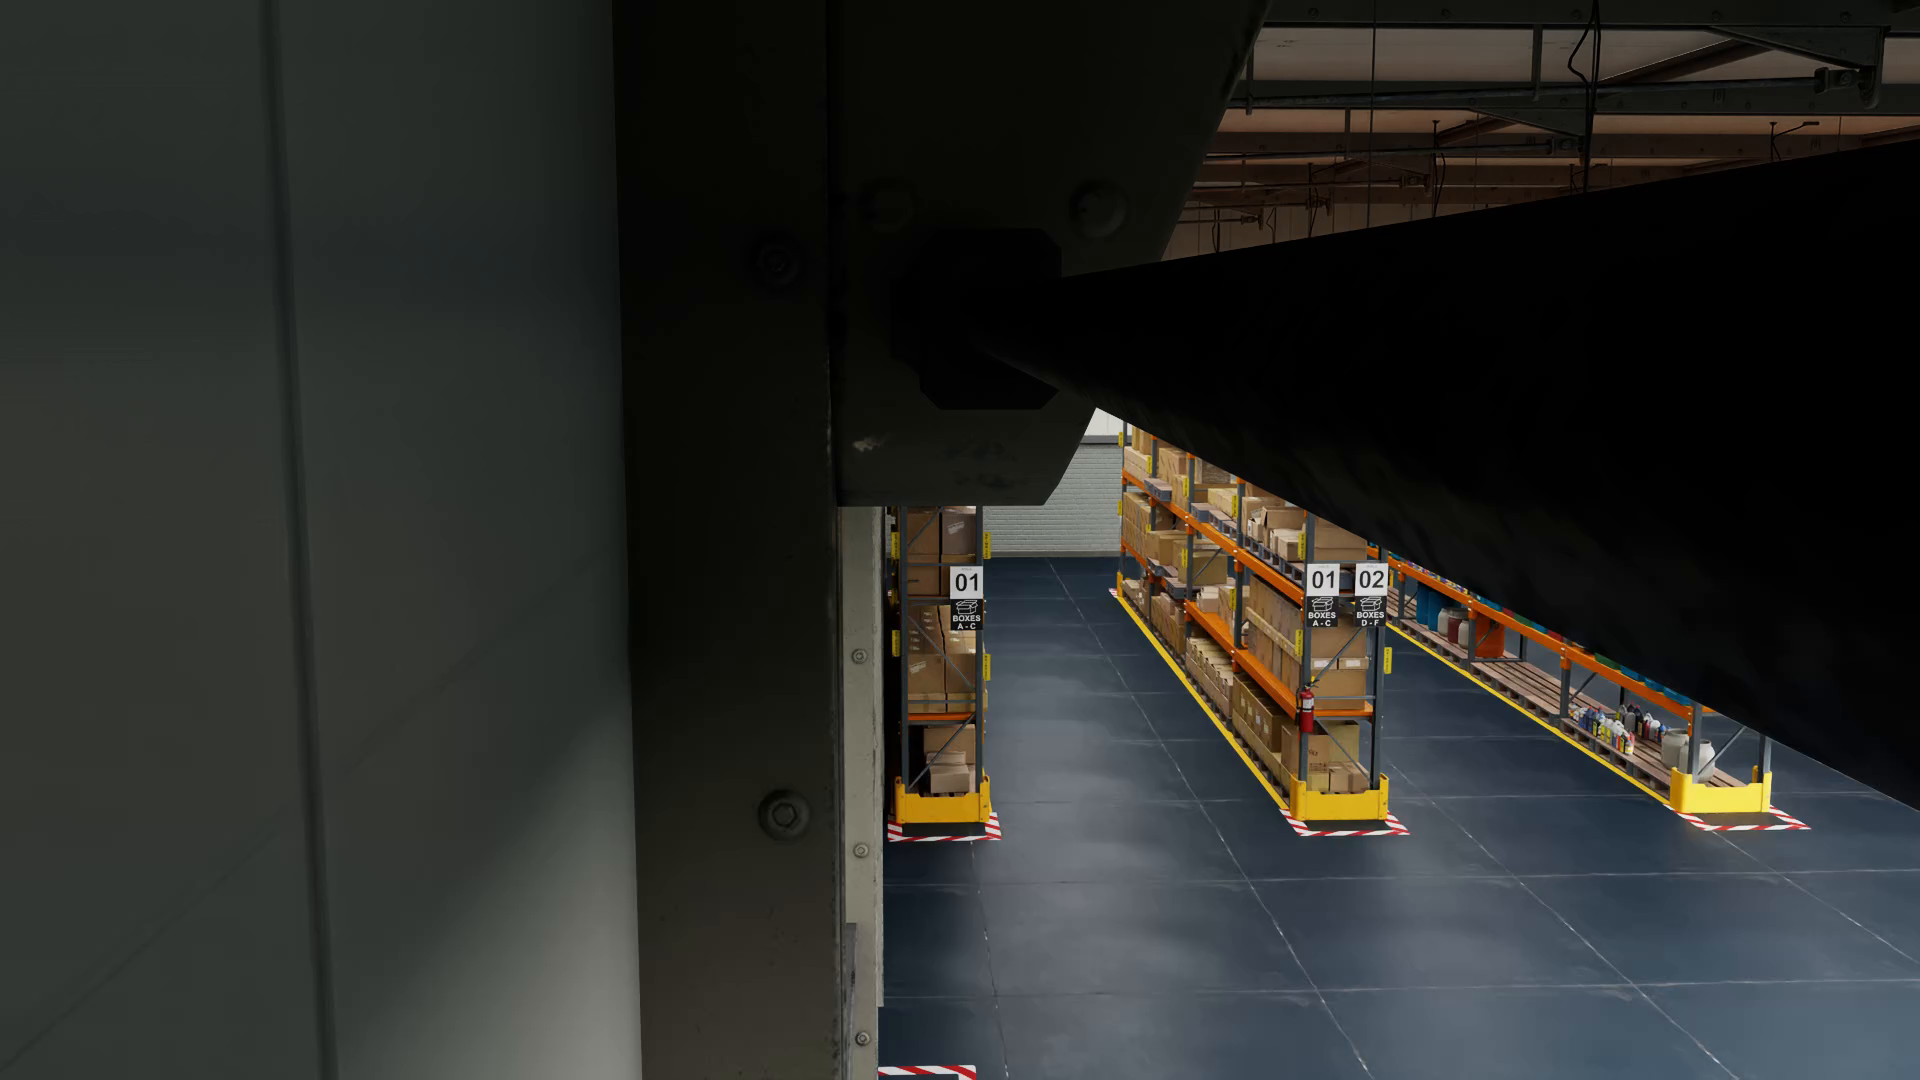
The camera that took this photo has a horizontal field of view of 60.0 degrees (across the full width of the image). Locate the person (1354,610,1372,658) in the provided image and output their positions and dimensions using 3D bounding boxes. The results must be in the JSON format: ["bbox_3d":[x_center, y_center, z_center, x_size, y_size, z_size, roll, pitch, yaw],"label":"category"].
[{"bbox_3d":[5.950,1.964,25.327,0.562,1.816,0.942,0,8,-2],"label":"person"}]

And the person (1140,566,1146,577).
[{"bbox_3d":[4.602,0.128,38.476,0.600,1.603,1.014,-5,10,-32],"label":"person"}]
